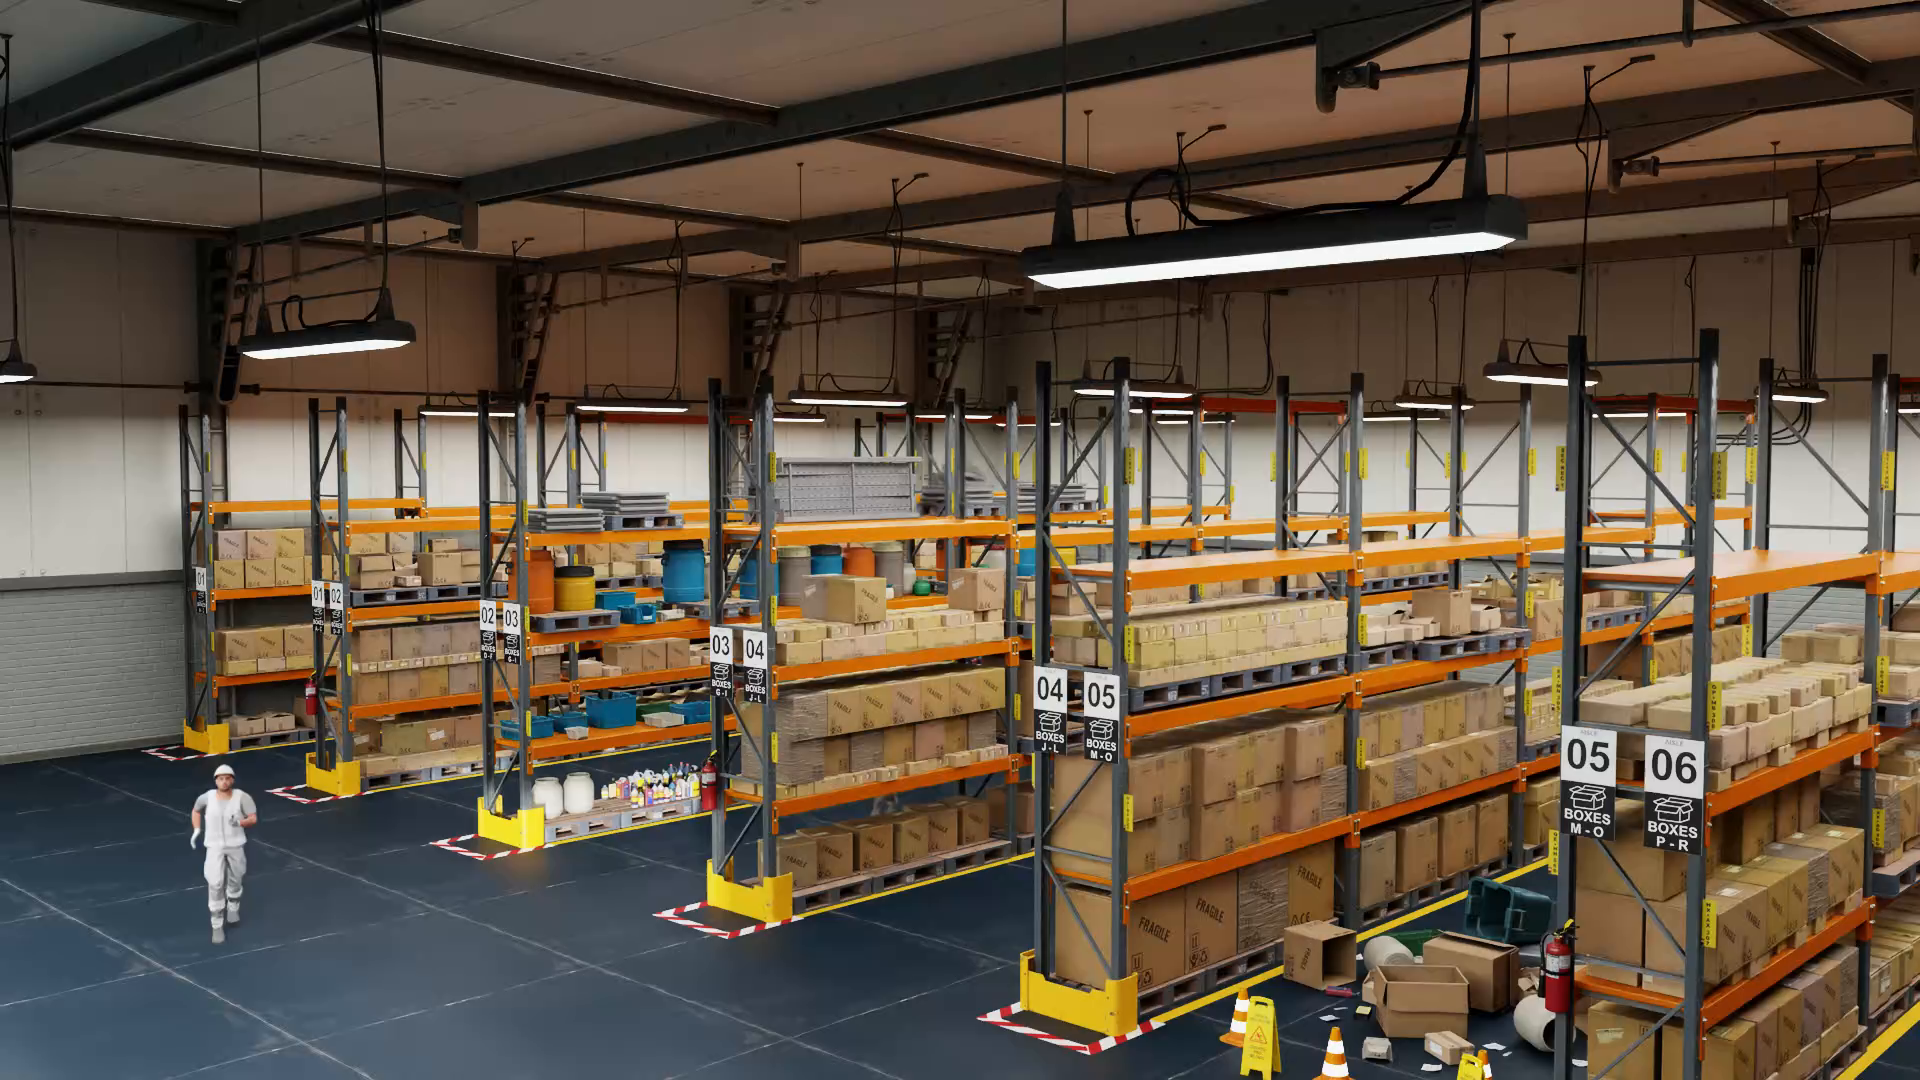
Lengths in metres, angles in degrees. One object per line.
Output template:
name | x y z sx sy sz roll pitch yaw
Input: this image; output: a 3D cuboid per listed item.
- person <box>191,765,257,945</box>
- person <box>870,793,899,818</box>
person | -7.870 3.317 17.797 0.653 1.833 0.821 -1 3 -25
person | -1.110 3.046 23.053 0.684 1.796 0.933 2 4 32
